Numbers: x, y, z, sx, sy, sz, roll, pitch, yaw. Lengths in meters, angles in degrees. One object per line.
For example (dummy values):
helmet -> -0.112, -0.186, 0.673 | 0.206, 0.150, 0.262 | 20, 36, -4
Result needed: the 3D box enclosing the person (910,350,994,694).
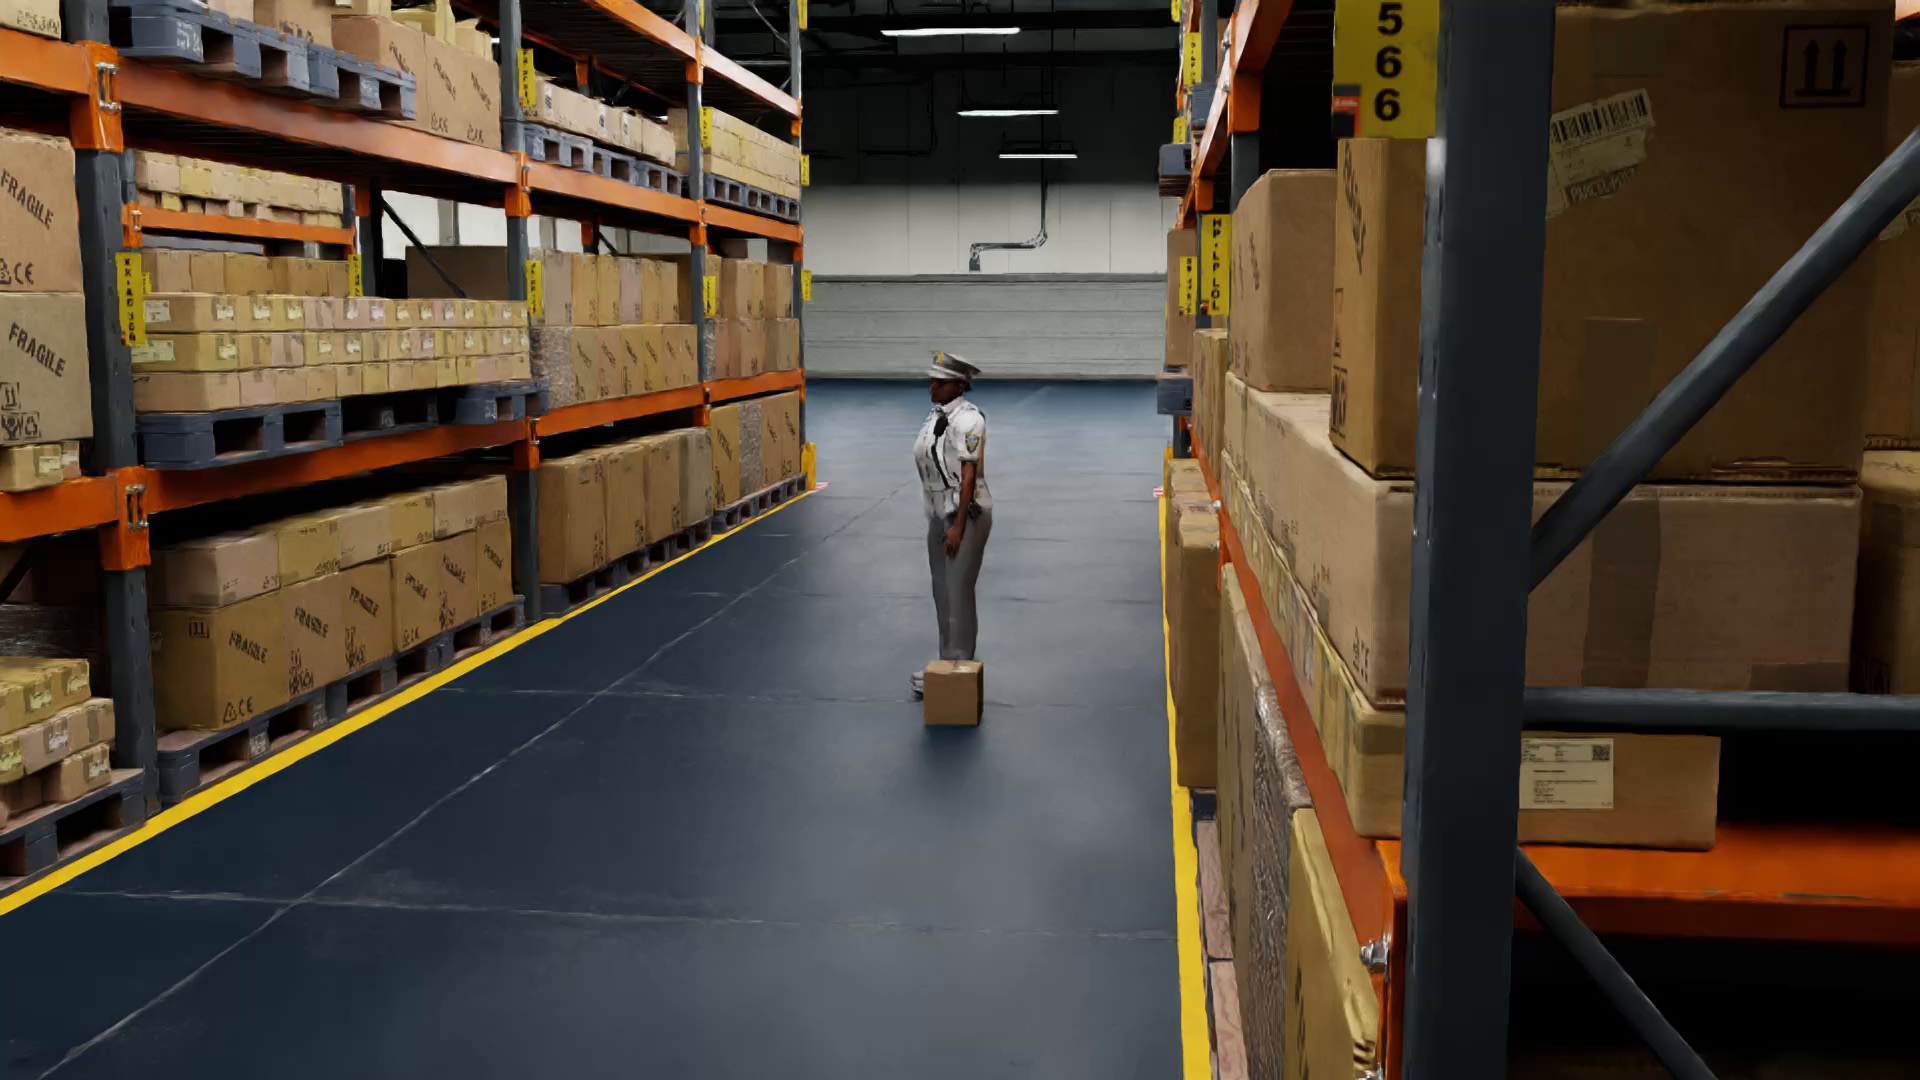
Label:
person -> -0.084, -0.090, 8.216 | 0.438, 1.692, 0.516 | -4, 9, -27
